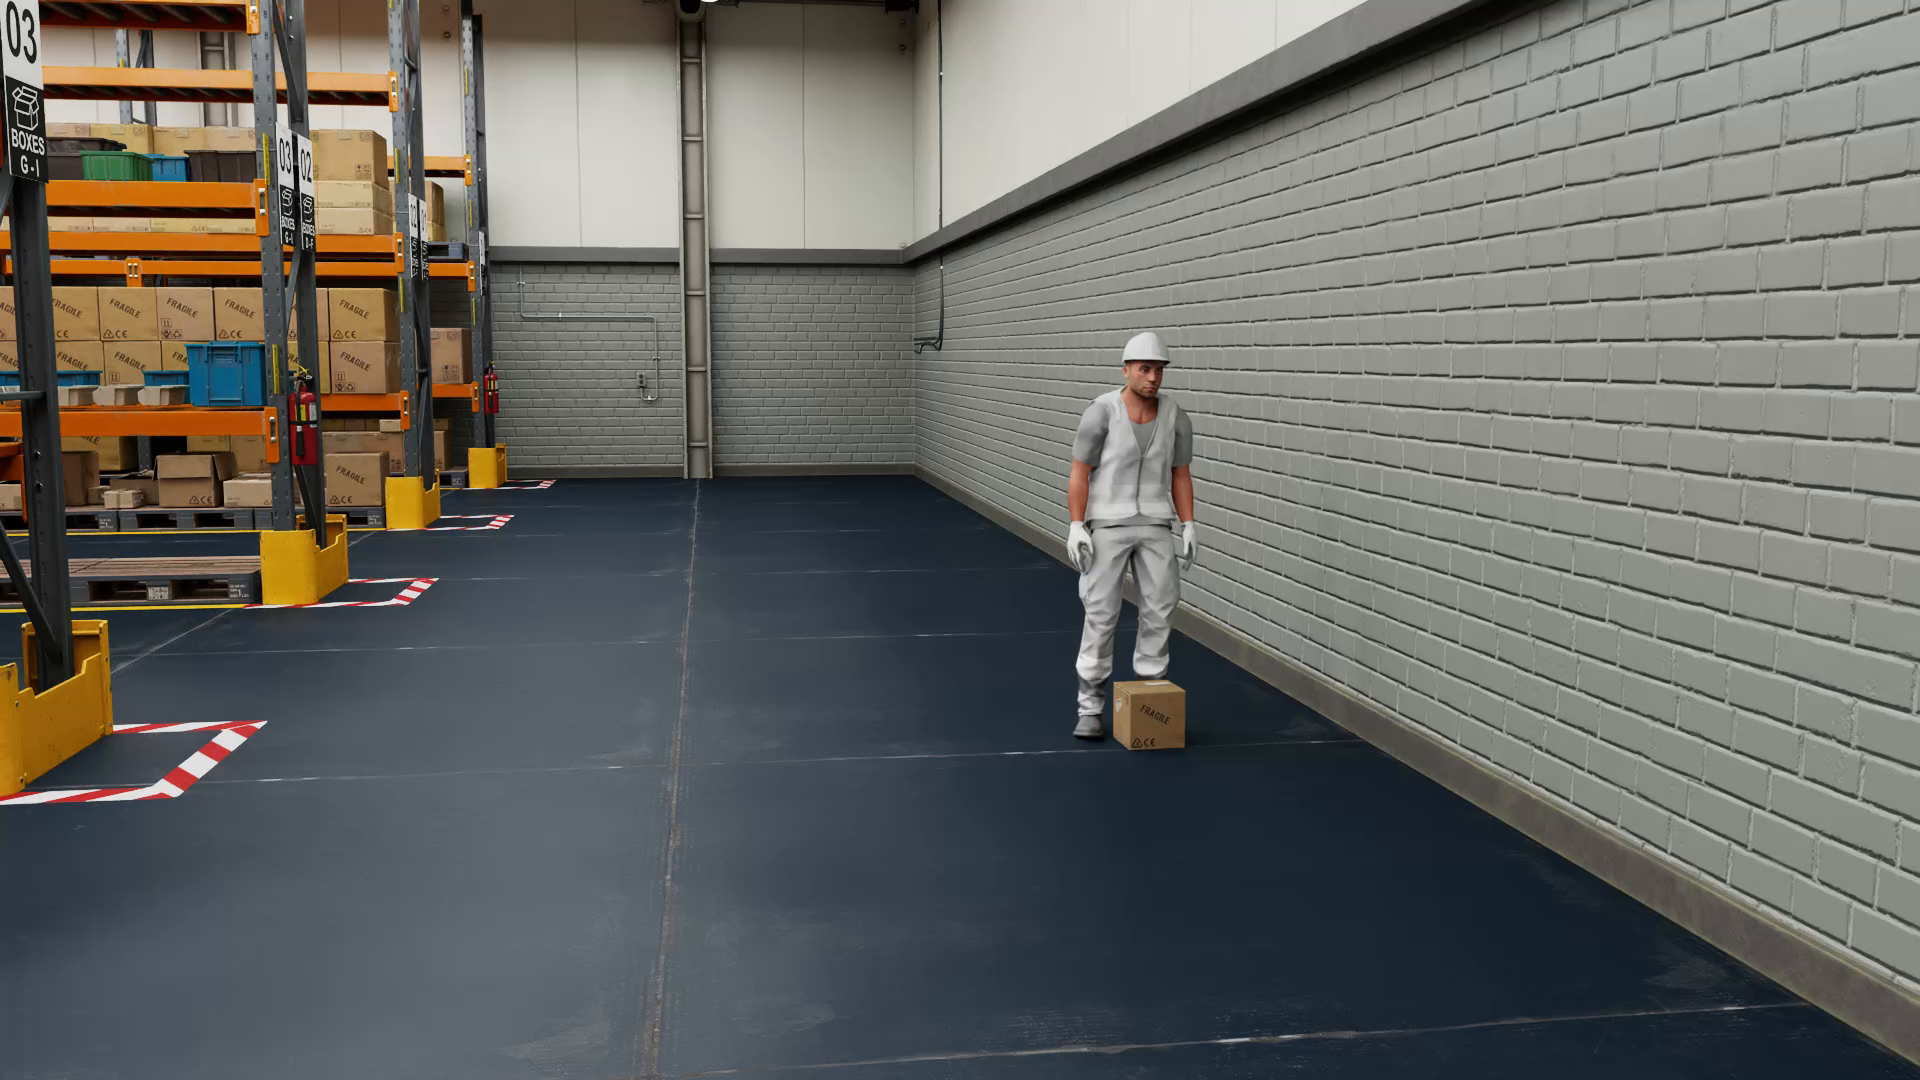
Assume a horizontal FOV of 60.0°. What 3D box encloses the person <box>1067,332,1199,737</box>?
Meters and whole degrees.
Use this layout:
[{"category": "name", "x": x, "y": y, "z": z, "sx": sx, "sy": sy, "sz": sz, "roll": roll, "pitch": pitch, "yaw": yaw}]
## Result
[{"category": "person", "x": 0.767, "y": -0.024, "z": 7.359, "sx": 0.615, "sy": 1.778, "sz": 0.453, "roll": -1, "pitch": 7, "yaw": -12}]
